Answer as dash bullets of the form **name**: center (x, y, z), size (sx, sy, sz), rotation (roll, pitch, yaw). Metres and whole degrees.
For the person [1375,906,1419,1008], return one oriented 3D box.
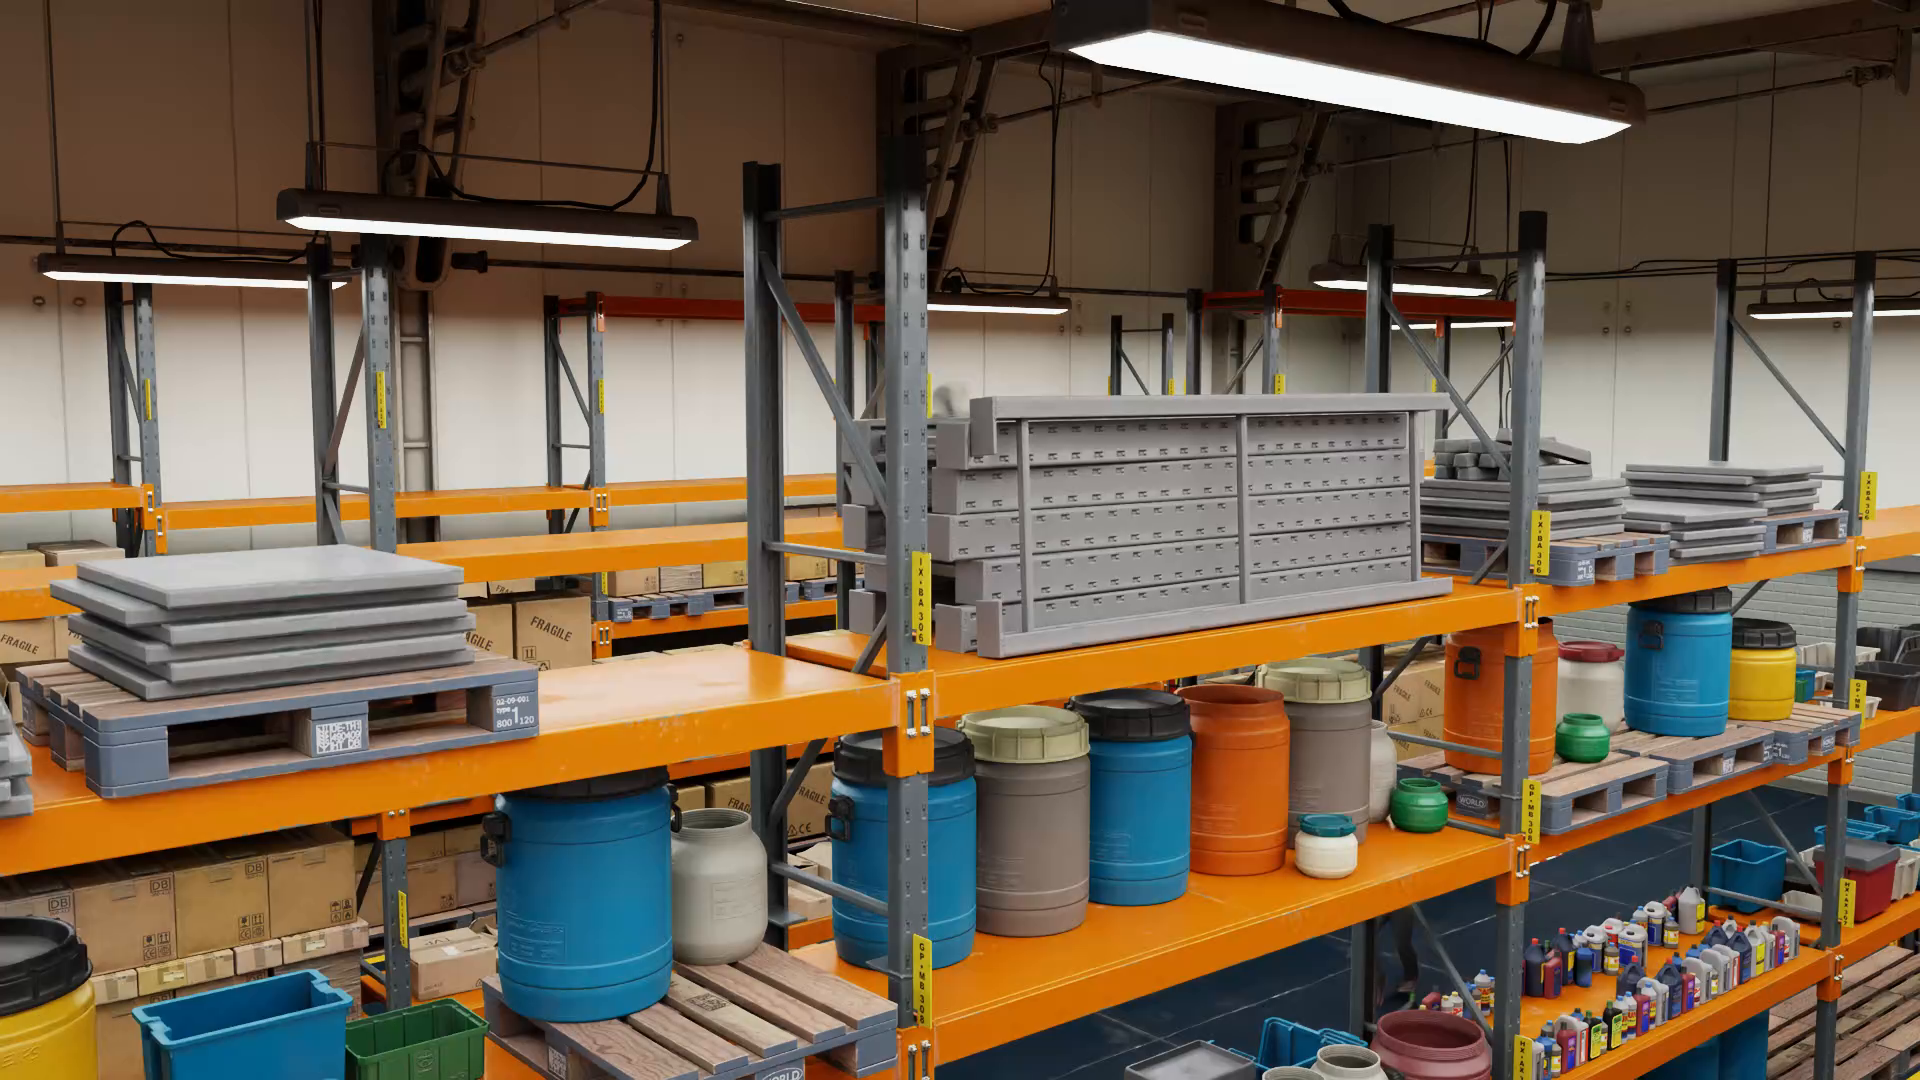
- **person**: center (3.591, 3.044, 13.743), size (0.759, 1.683, 0.556), rotation (-5, 8, -44)
